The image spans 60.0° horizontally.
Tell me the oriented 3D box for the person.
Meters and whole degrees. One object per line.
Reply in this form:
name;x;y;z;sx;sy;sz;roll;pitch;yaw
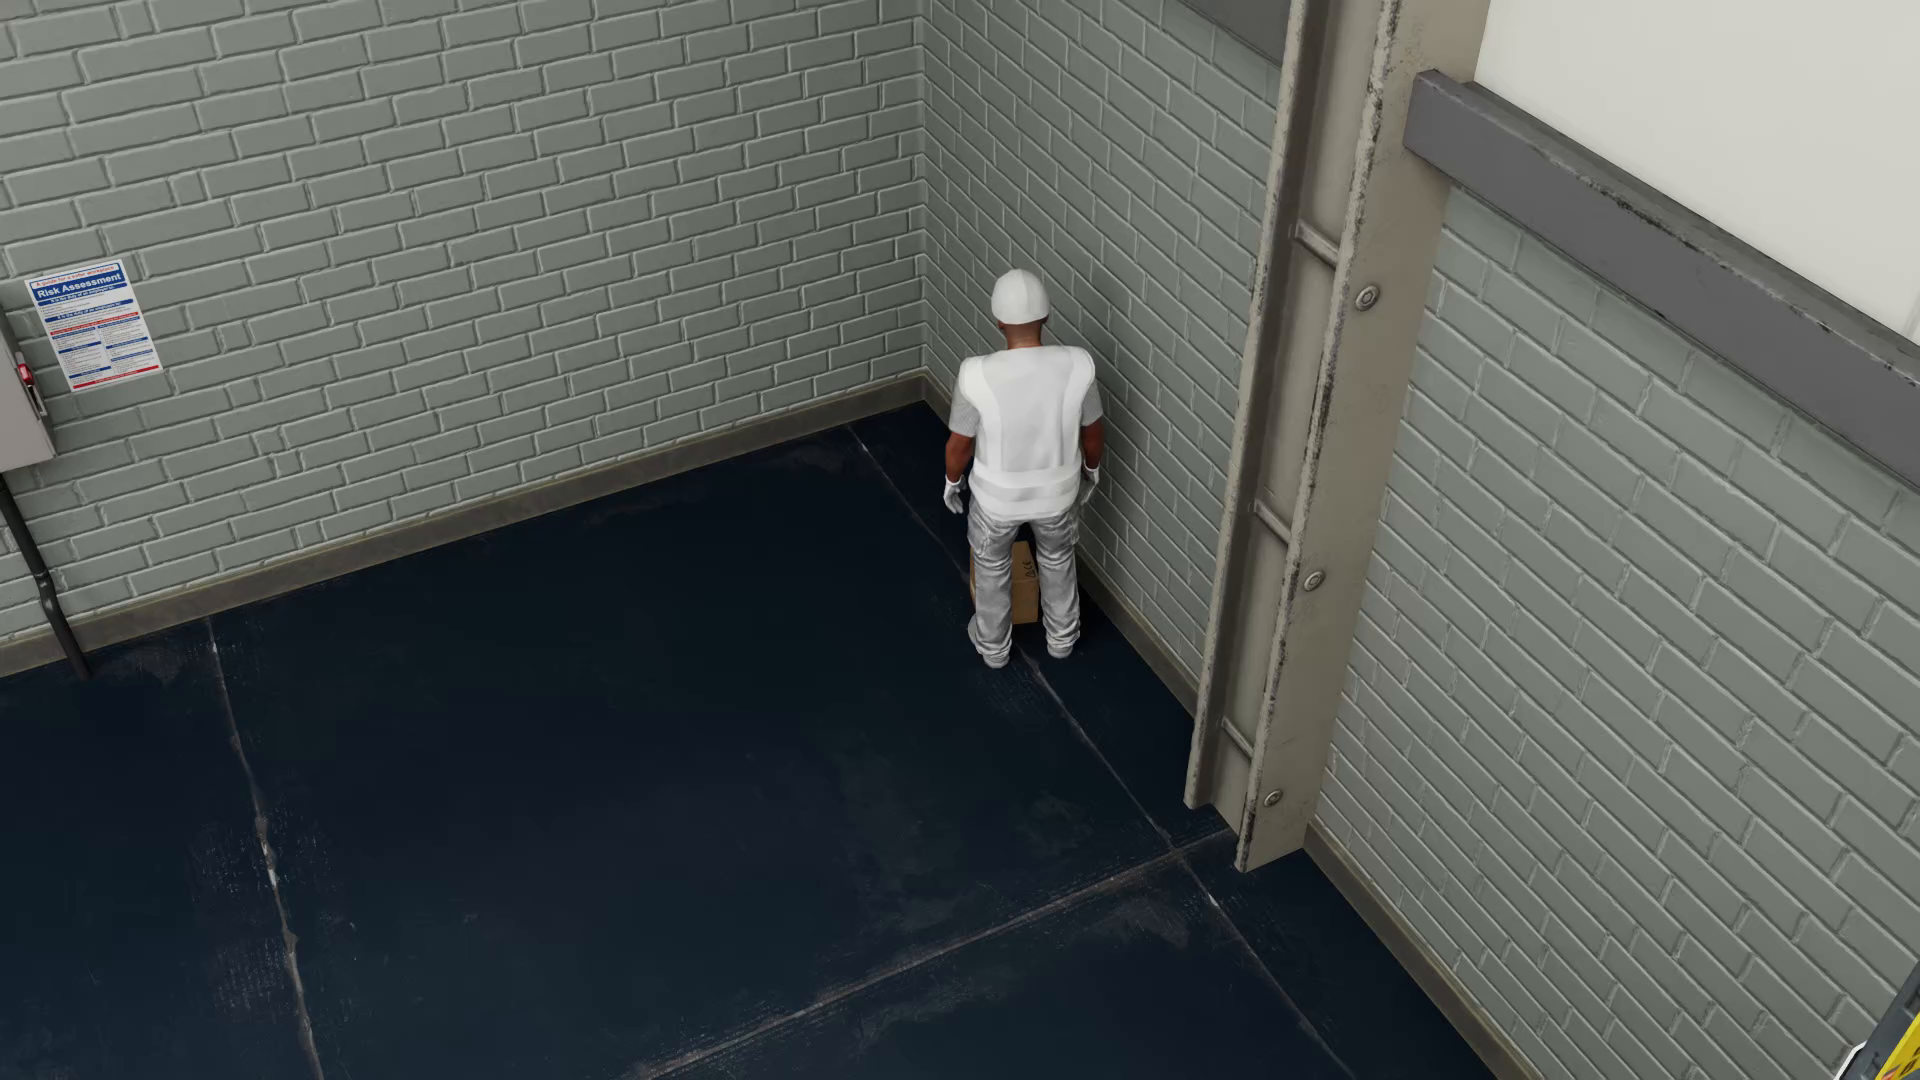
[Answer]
person;0.249;-0.228;6.414;0.616;1.773;0.451;-6;41;-6
